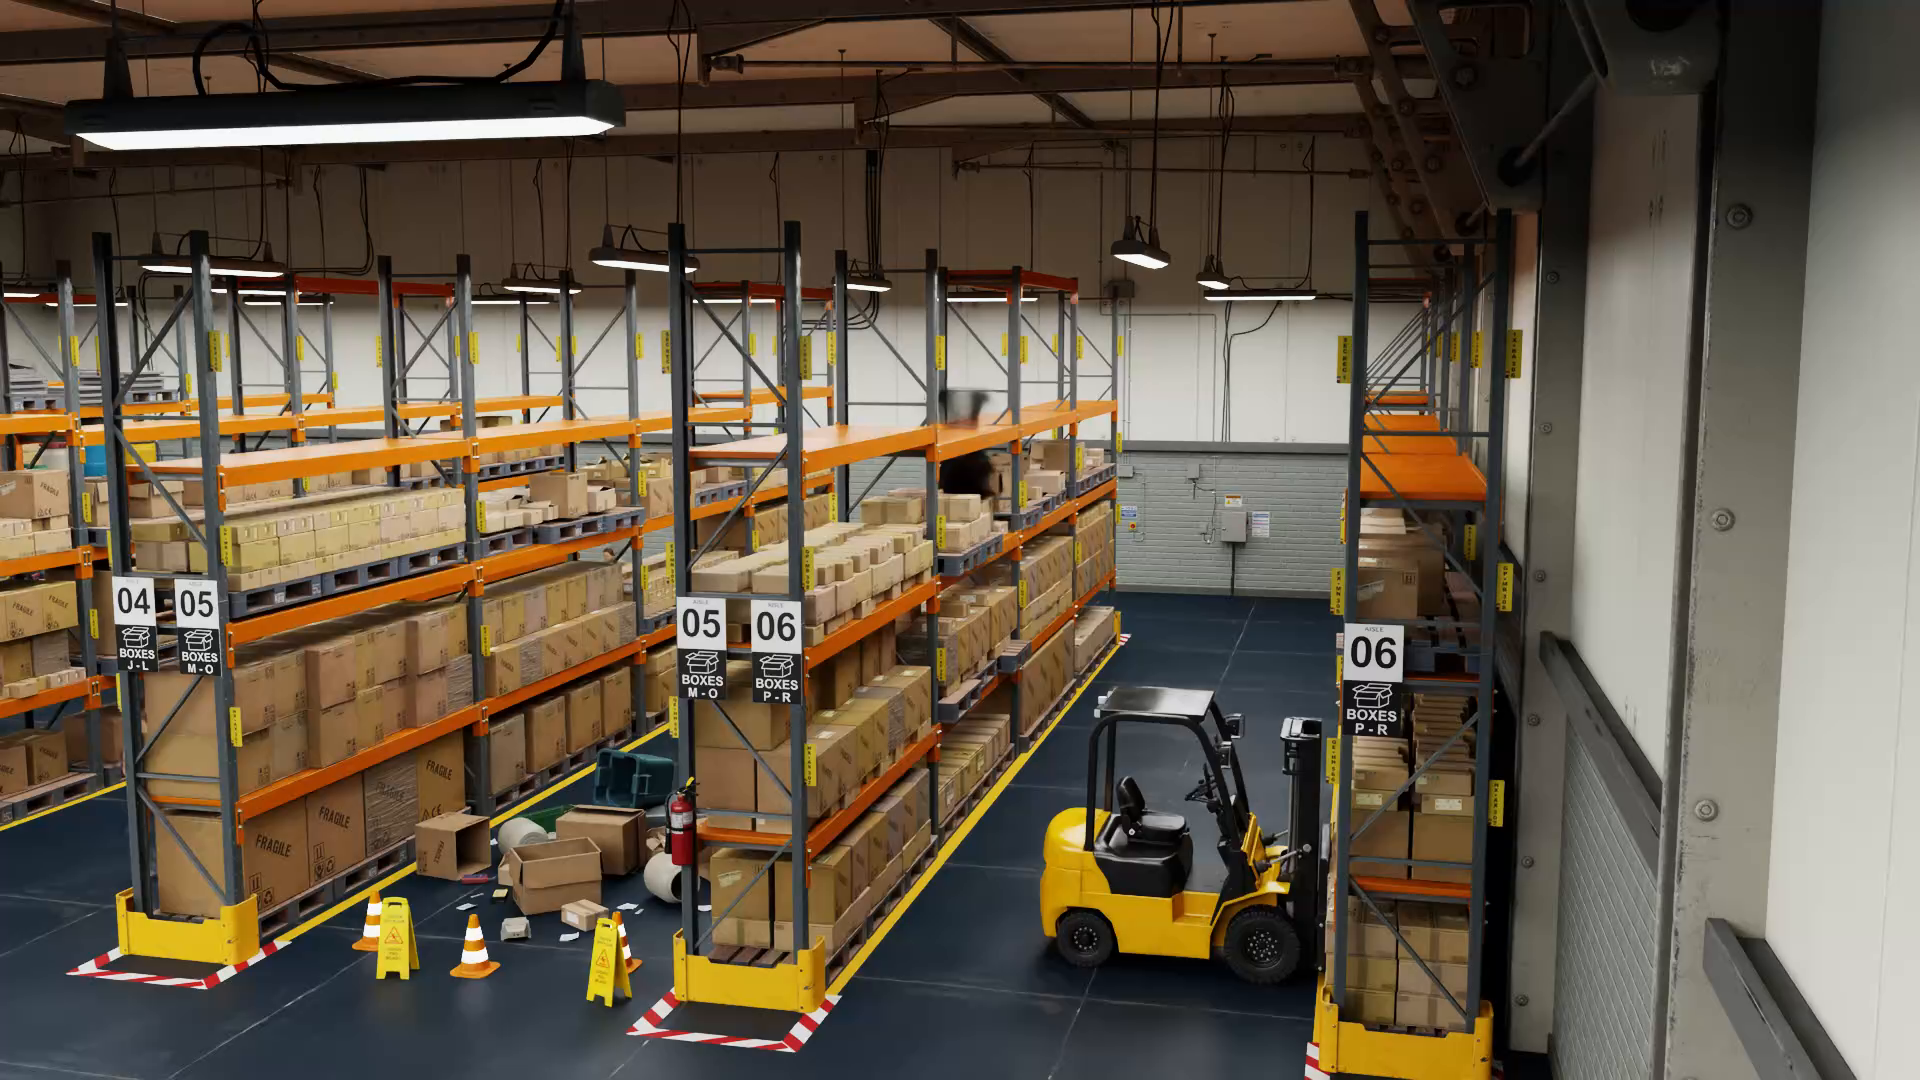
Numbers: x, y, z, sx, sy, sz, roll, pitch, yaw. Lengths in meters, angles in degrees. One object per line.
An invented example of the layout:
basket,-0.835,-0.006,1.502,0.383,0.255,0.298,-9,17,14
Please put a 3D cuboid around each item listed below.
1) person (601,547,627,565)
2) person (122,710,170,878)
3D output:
person,-6.029,0.845,29.276,0.612,1.525,0.833,-1,7,-4
person,-7.721,2.419,15.940,0.520,1.644,0.561,-3,8,-25
